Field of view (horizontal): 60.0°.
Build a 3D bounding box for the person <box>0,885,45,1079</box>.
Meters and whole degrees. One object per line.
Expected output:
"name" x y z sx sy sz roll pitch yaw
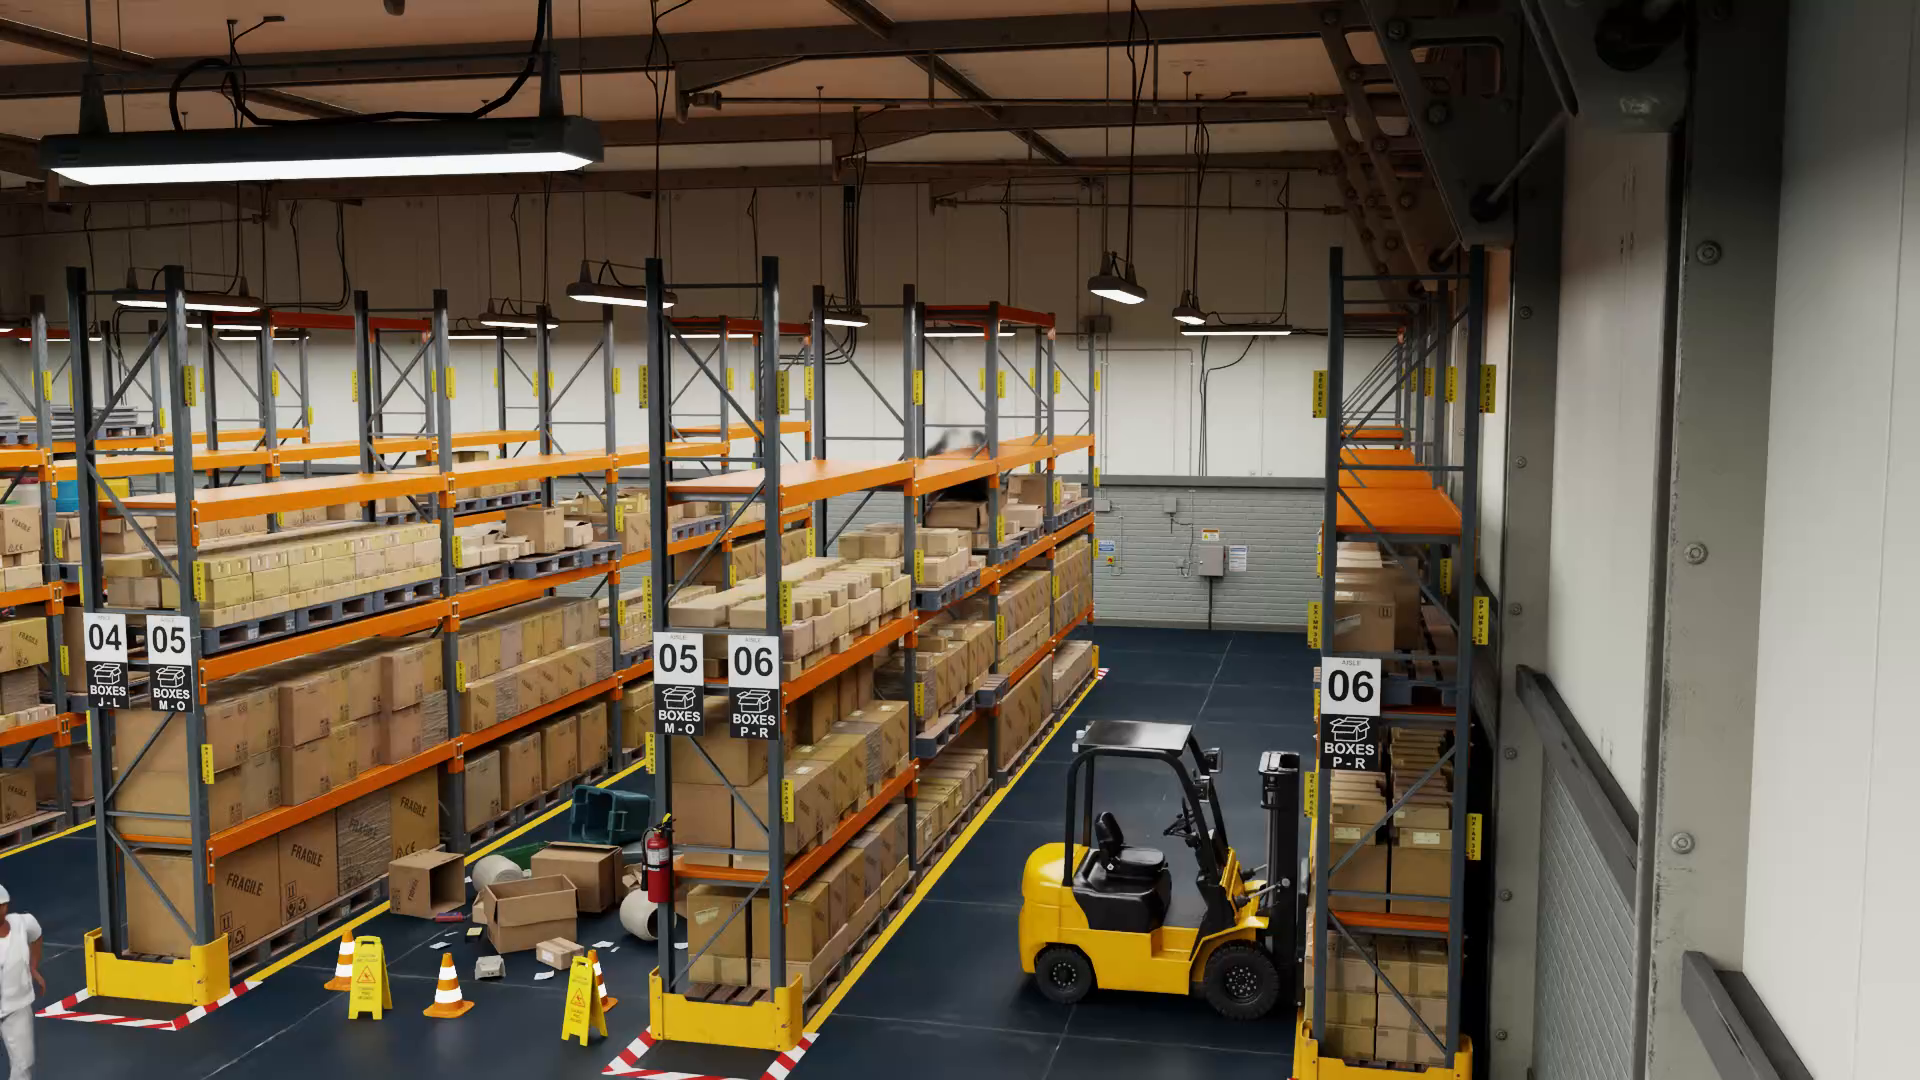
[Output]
"person" -6.454 3.170 11.134 0.650 1.816 0.856 -4 7 -37
